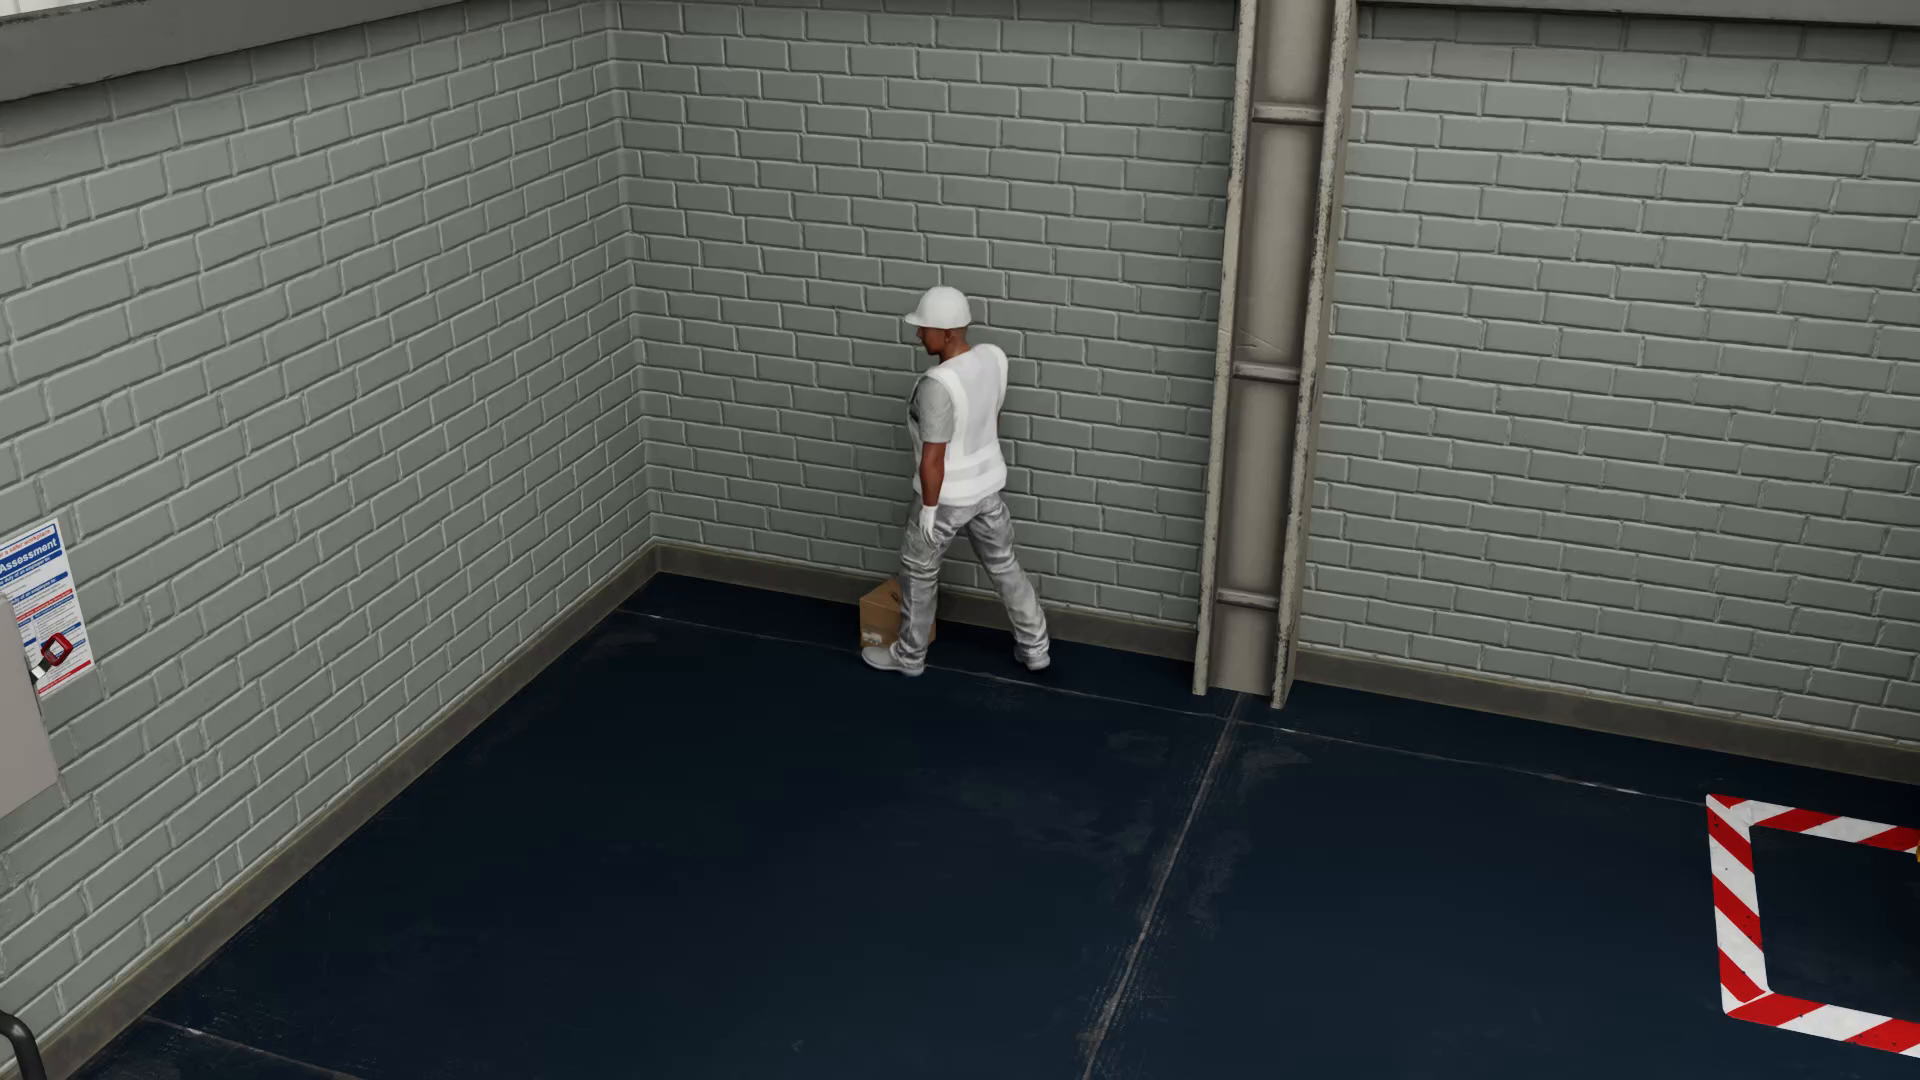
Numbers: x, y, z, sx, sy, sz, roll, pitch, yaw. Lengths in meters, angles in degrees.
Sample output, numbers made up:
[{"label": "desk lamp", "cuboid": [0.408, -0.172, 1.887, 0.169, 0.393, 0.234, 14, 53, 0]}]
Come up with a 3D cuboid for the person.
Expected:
[{"label": "person", "cuboid": [-0.003, -0.227, 7.086, 0.694, 1.780, 0.629, 18, 31, 33]}]
